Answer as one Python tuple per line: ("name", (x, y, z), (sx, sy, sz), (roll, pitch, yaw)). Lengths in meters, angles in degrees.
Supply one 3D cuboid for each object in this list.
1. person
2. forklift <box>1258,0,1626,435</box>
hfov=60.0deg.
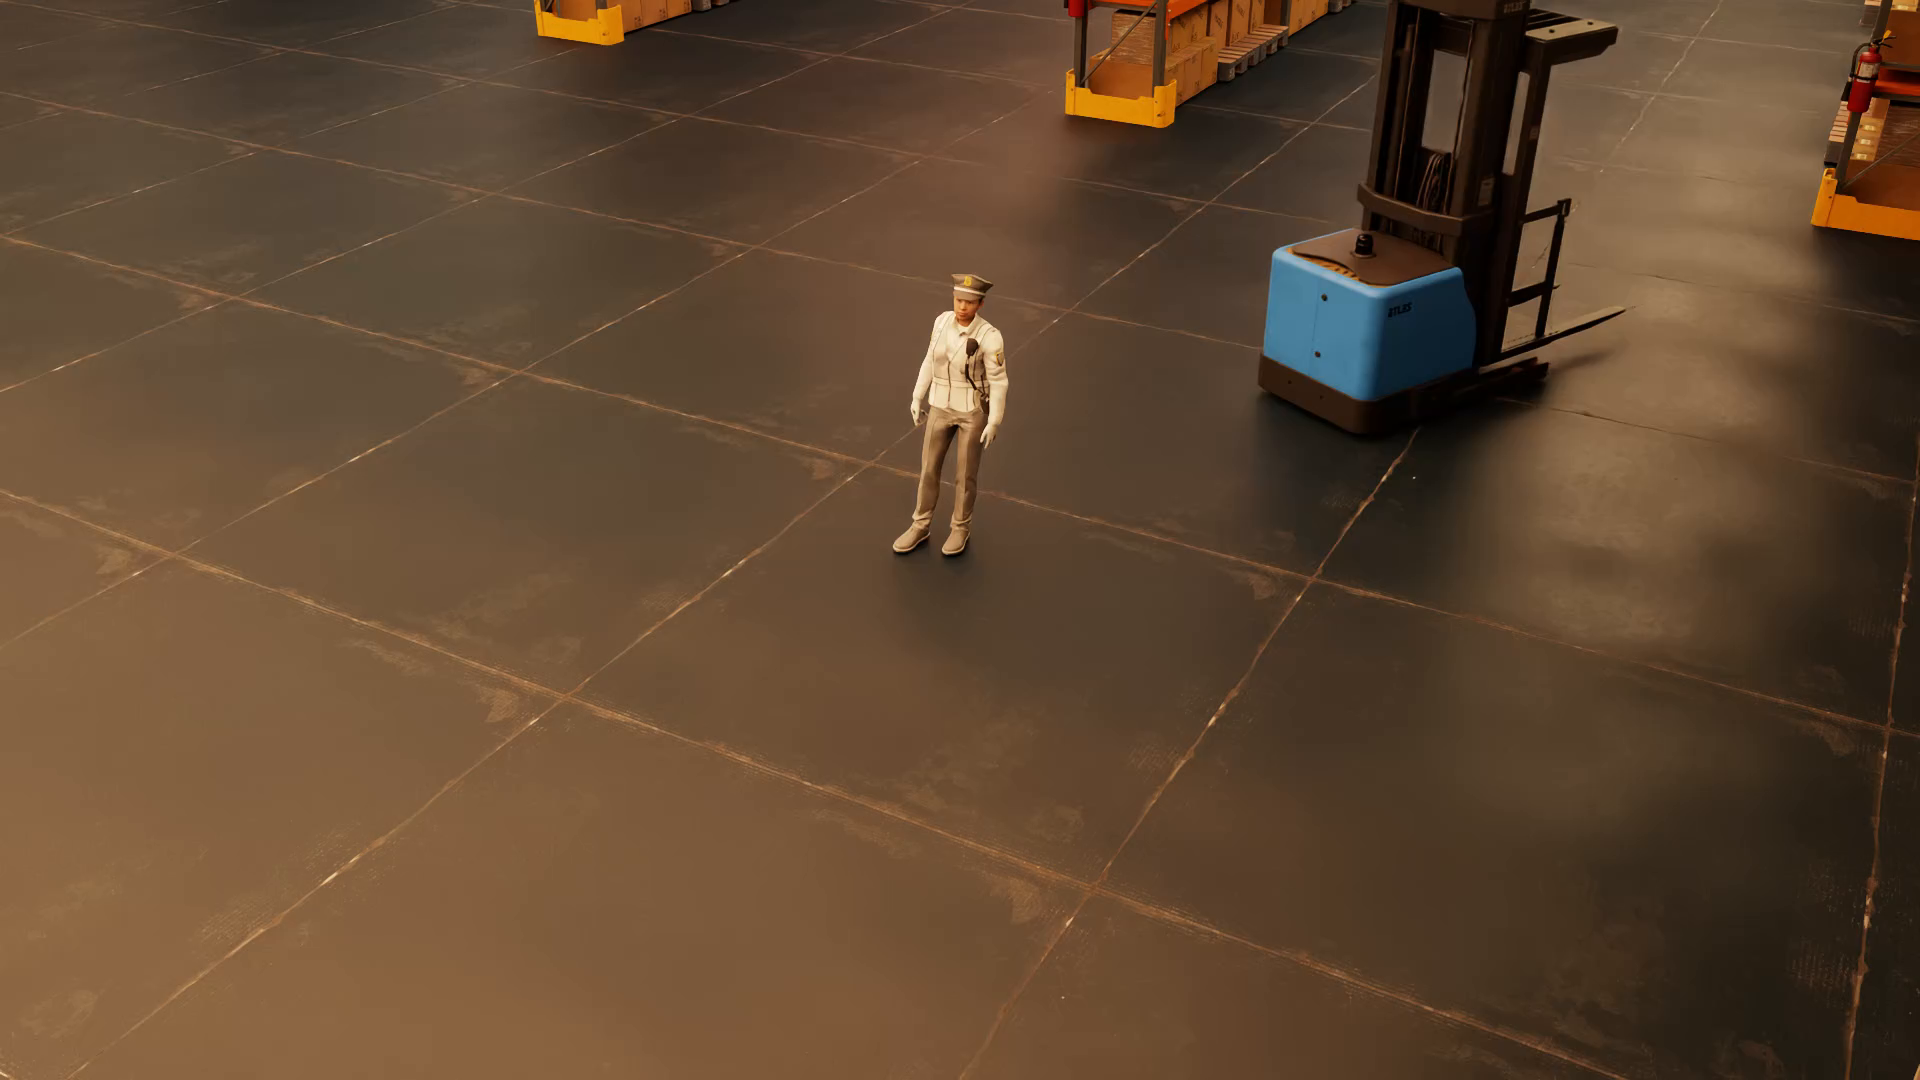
("person", (-0.040, -0.712, 9.526), (0.586, 1.694, 0.530), (15, 33, 25))
("forklift", (3.610, -2.537, 11.466), (3.031, 2.935, 1.130), (-19, 35, -29))
